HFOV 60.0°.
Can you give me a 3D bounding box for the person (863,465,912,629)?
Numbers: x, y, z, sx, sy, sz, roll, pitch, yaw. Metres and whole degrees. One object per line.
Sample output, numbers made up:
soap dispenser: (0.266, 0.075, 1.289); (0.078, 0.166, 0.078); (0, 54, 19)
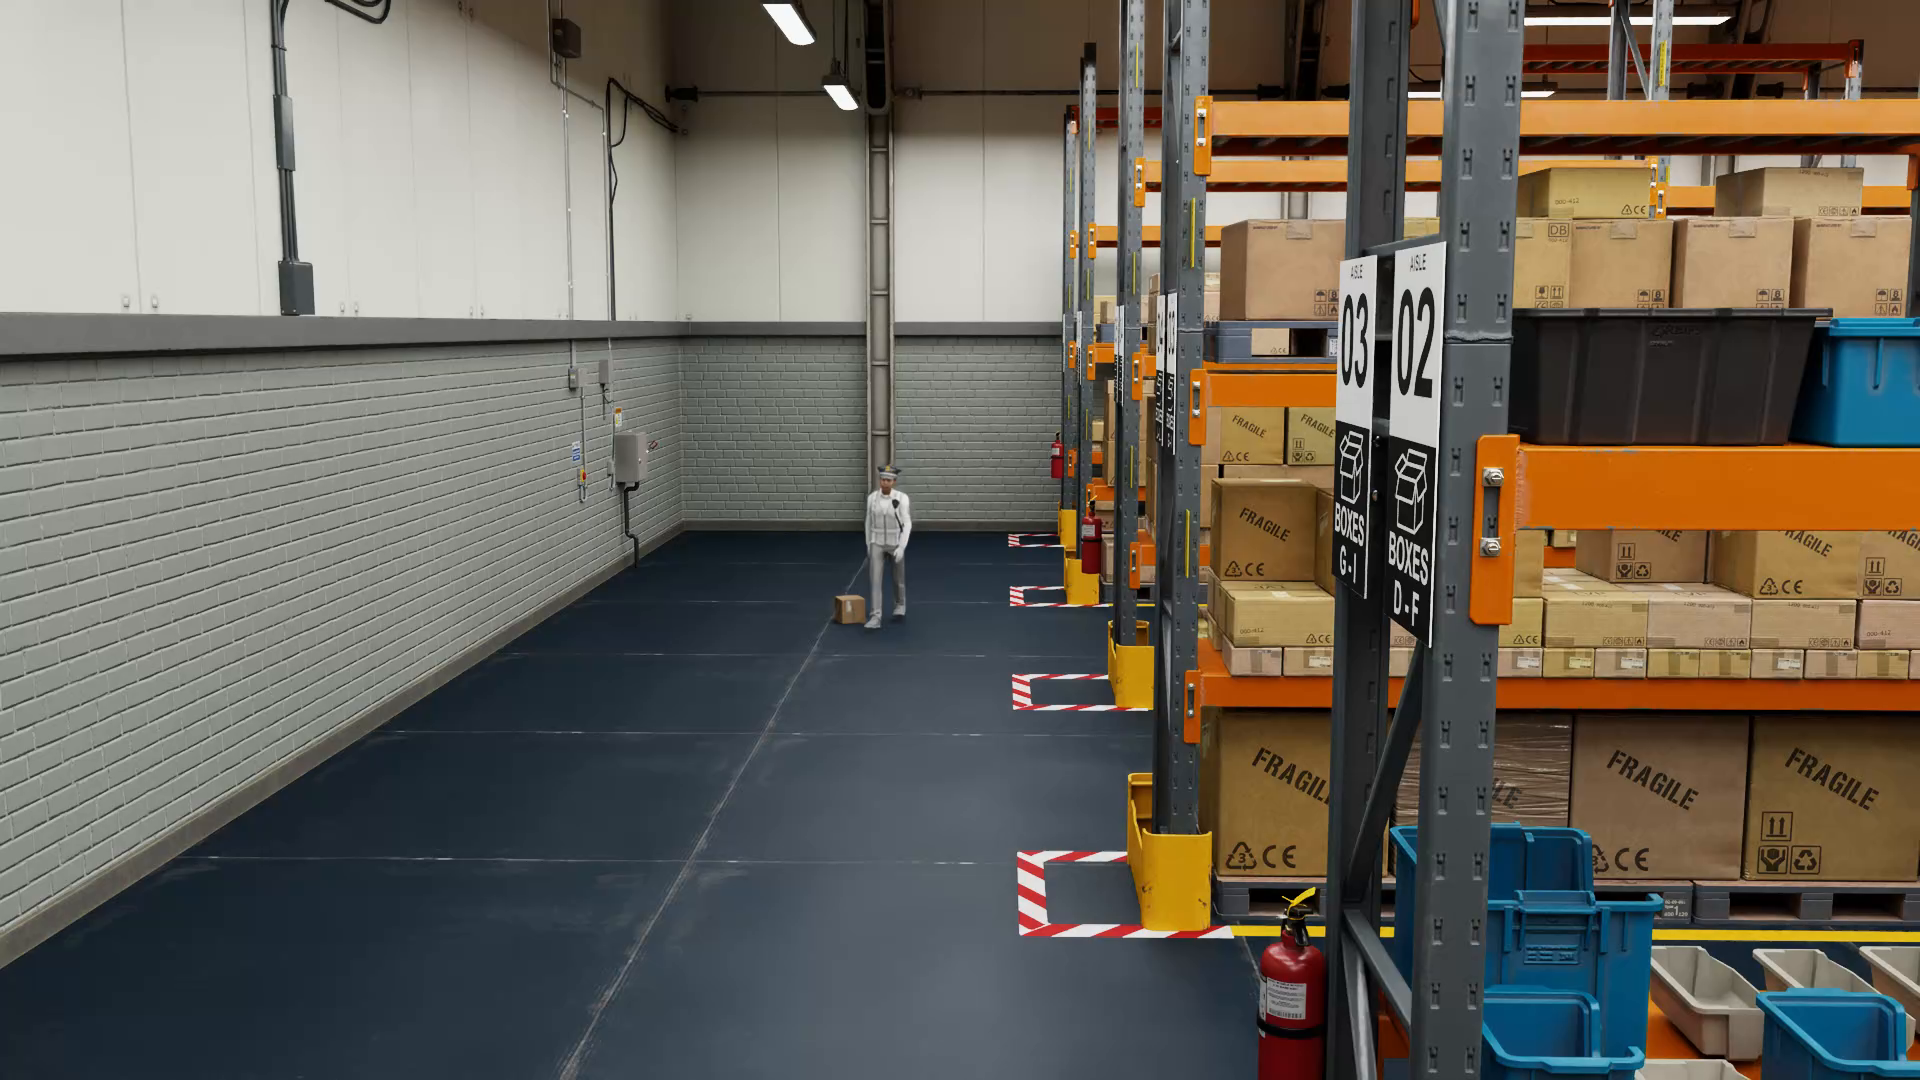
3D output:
person: (-0.726, 0.048, 16.803); (0.487, 1.631, 0.975); (0, 7, 4)
